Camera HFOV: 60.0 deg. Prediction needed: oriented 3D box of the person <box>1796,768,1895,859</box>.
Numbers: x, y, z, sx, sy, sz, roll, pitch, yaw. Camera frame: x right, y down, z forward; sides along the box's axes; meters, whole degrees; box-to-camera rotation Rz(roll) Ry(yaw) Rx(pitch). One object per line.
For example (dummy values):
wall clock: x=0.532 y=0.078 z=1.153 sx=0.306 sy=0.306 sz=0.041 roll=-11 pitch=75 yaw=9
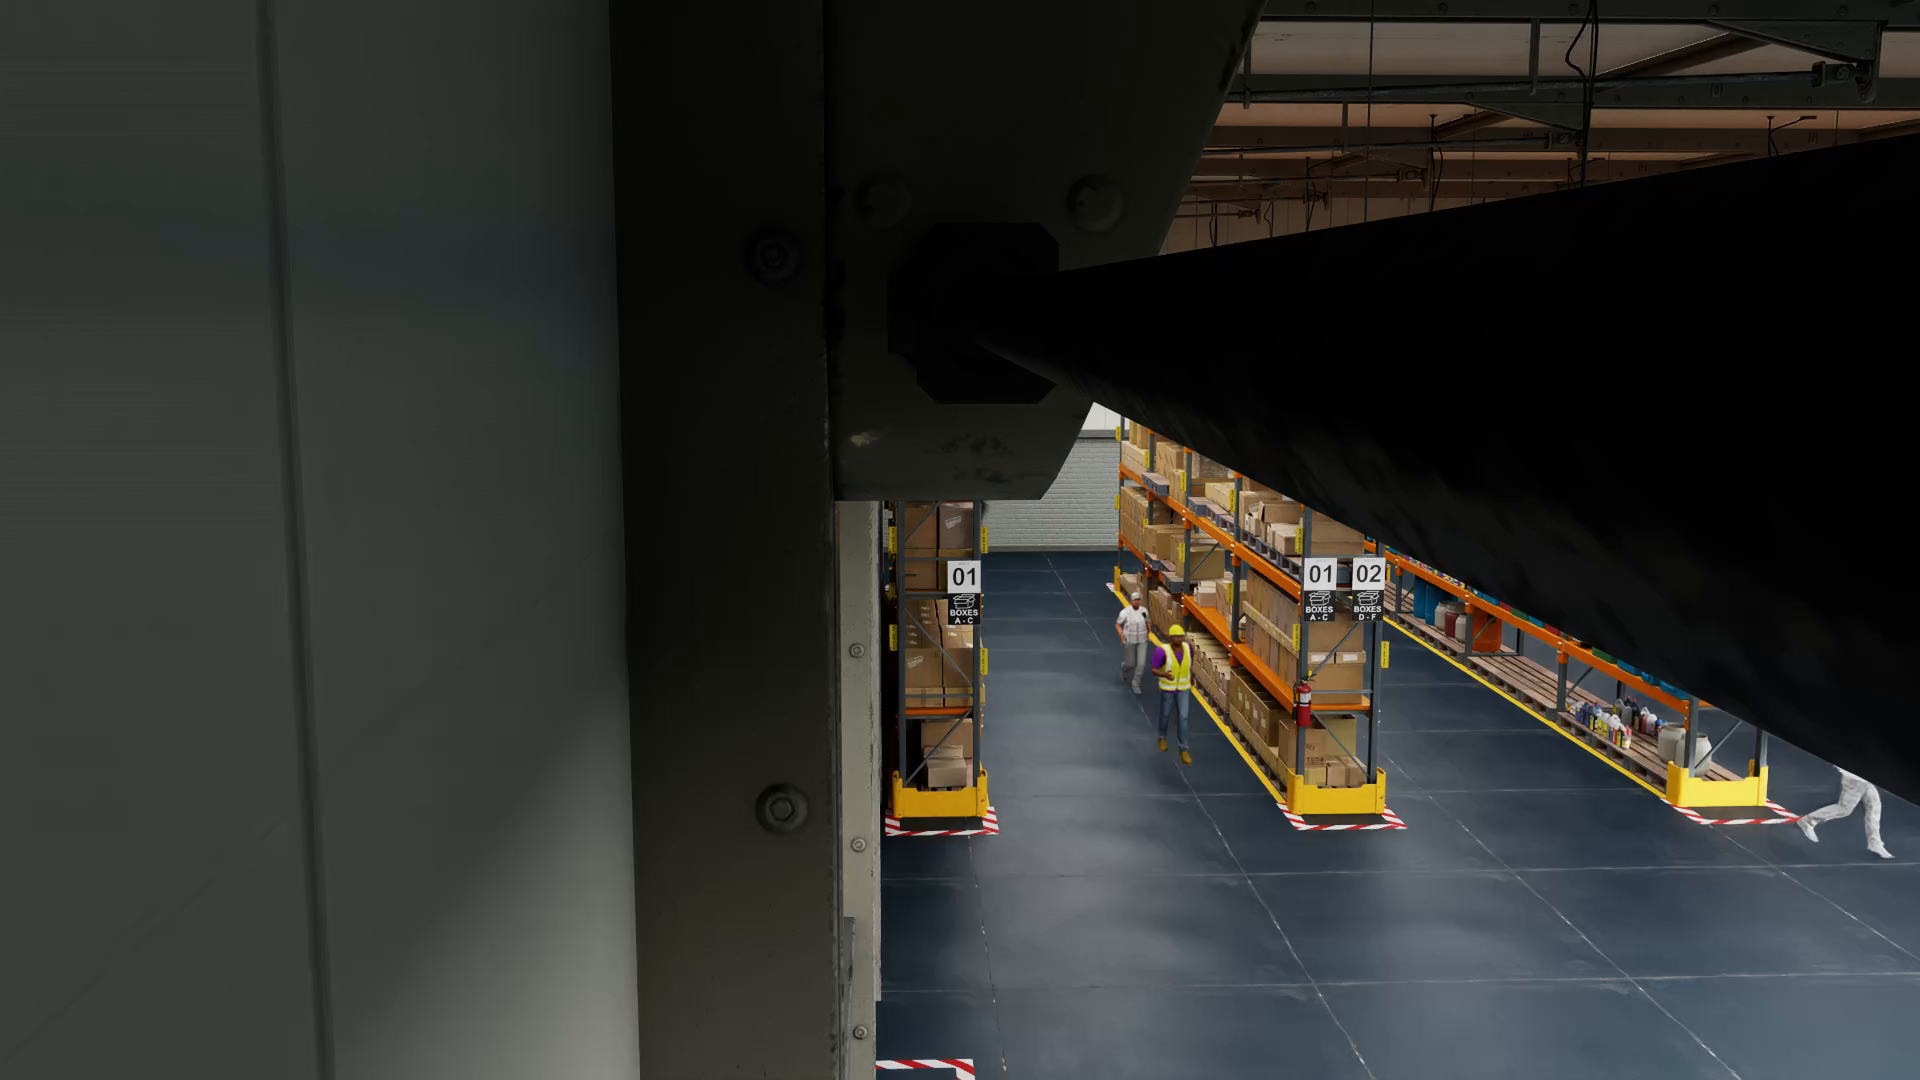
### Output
person: x=10.225 y=2.769 z=19.117 sx=1.040 sy=1.741 sz=0.715 roll=3 pitch=9 yaw=19

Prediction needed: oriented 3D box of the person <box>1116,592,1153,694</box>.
person: x=2.847 y=1.652 z=27.110 sx=0.614 sy=1.631 sz=0.575 roll=-1 pitch=8 yaw=-8

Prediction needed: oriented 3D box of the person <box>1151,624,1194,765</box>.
person: x=2.828 y=2.000 z=22.081 sx=0.640 sy=1.812 sz=0.842 roll=-1 pitch=8 yaw=-6
